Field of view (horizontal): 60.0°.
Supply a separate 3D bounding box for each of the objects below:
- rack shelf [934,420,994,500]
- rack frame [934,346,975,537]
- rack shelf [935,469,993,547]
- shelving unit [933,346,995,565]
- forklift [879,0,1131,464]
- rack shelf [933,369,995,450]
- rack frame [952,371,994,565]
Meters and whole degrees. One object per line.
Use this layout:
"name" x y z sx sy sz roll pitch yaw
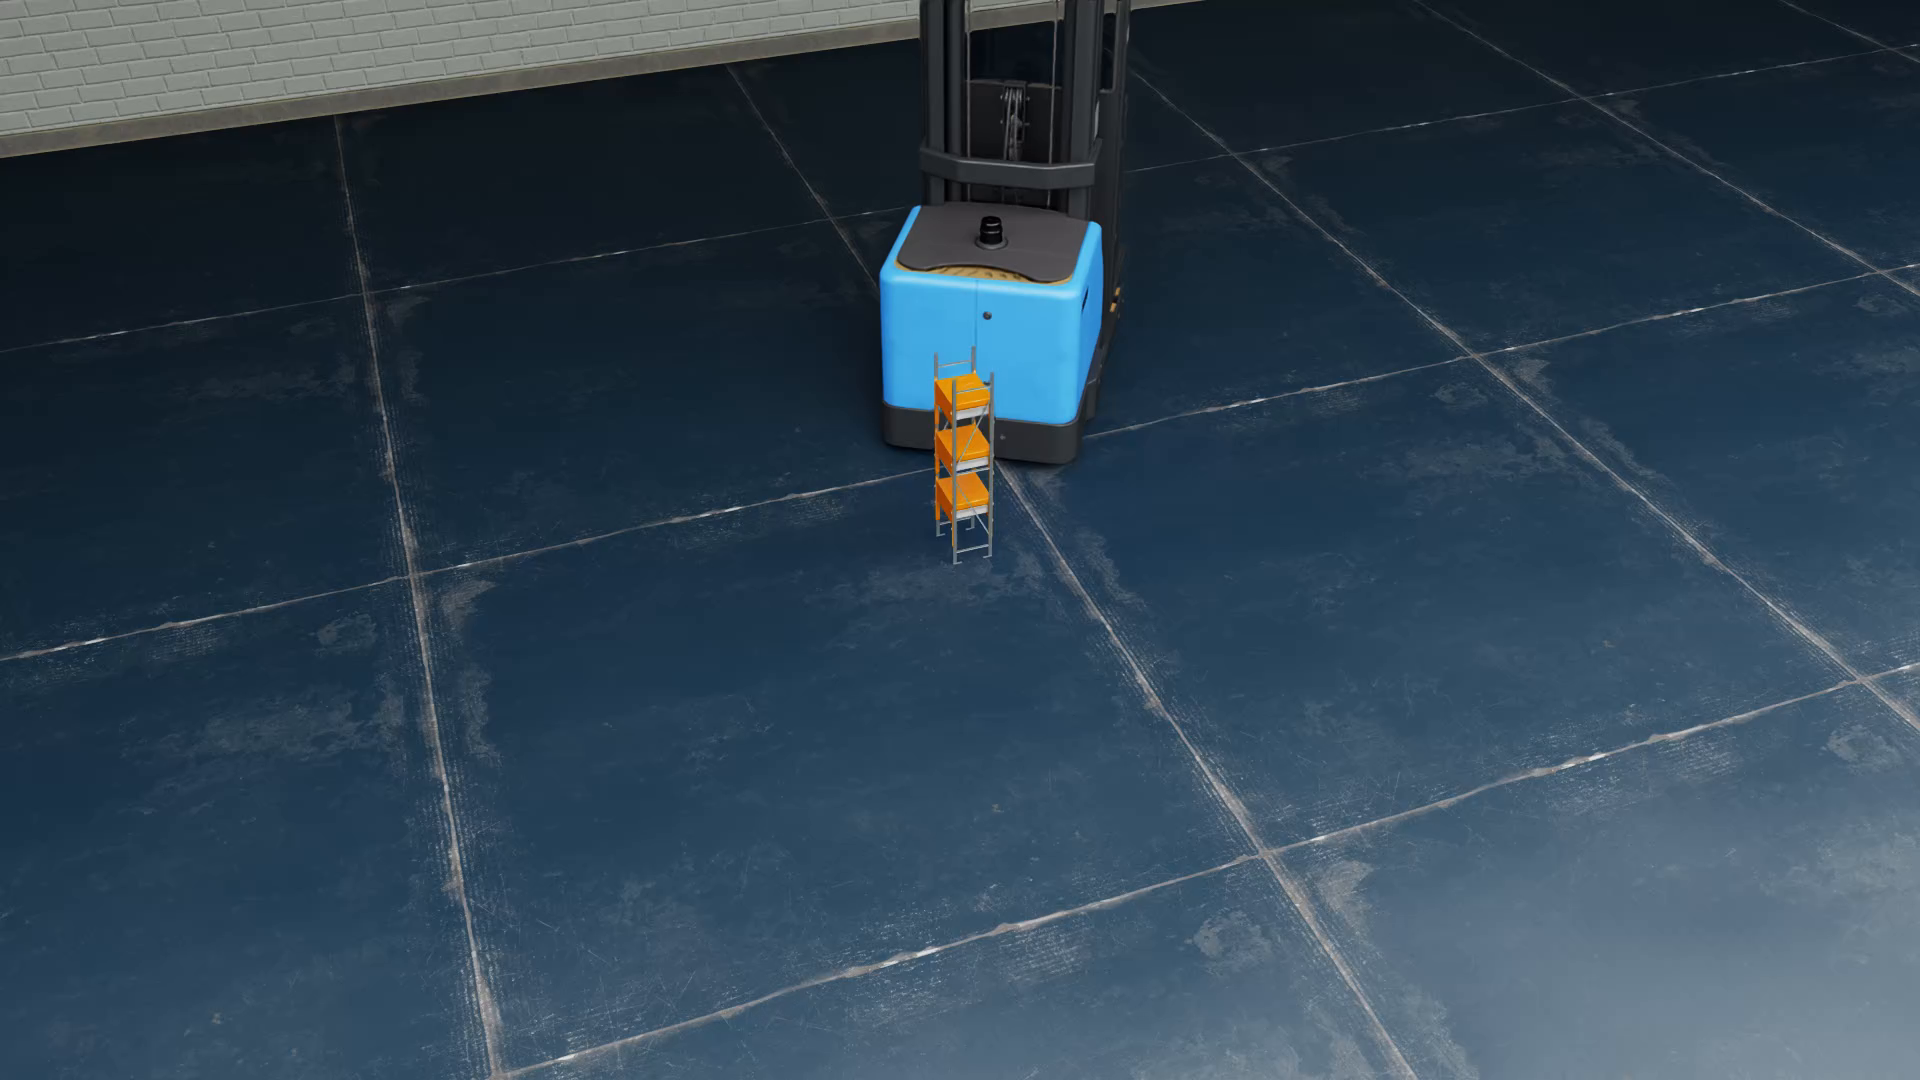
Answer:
"rack shelf" 0.018 -0.381 7.900 0.215 0.259 0.240 -12 39 -16
"rack frame" -0.024 -0.458 7.985 0.200 1.050 0.008 -12 39 -16
"rack shelf" 0.018 -0.159 8.068 0.215 0.259 0.240 -12 39 -16
"shelving unit" 0.018 -0.389 7.894 0.215 1.050 0.252 -12 39 -16
"forklift" 0.381 -2.452 9.070 1.130 2.935 3.031 7 38 9
"rack shelf" 0.018 -0.607 7.730 0.215 0.259 0.240 -12 39 -16
"rack frame" 0.060 -0.320 7.803 0.200 1.050 0.008 -12 39 -16
